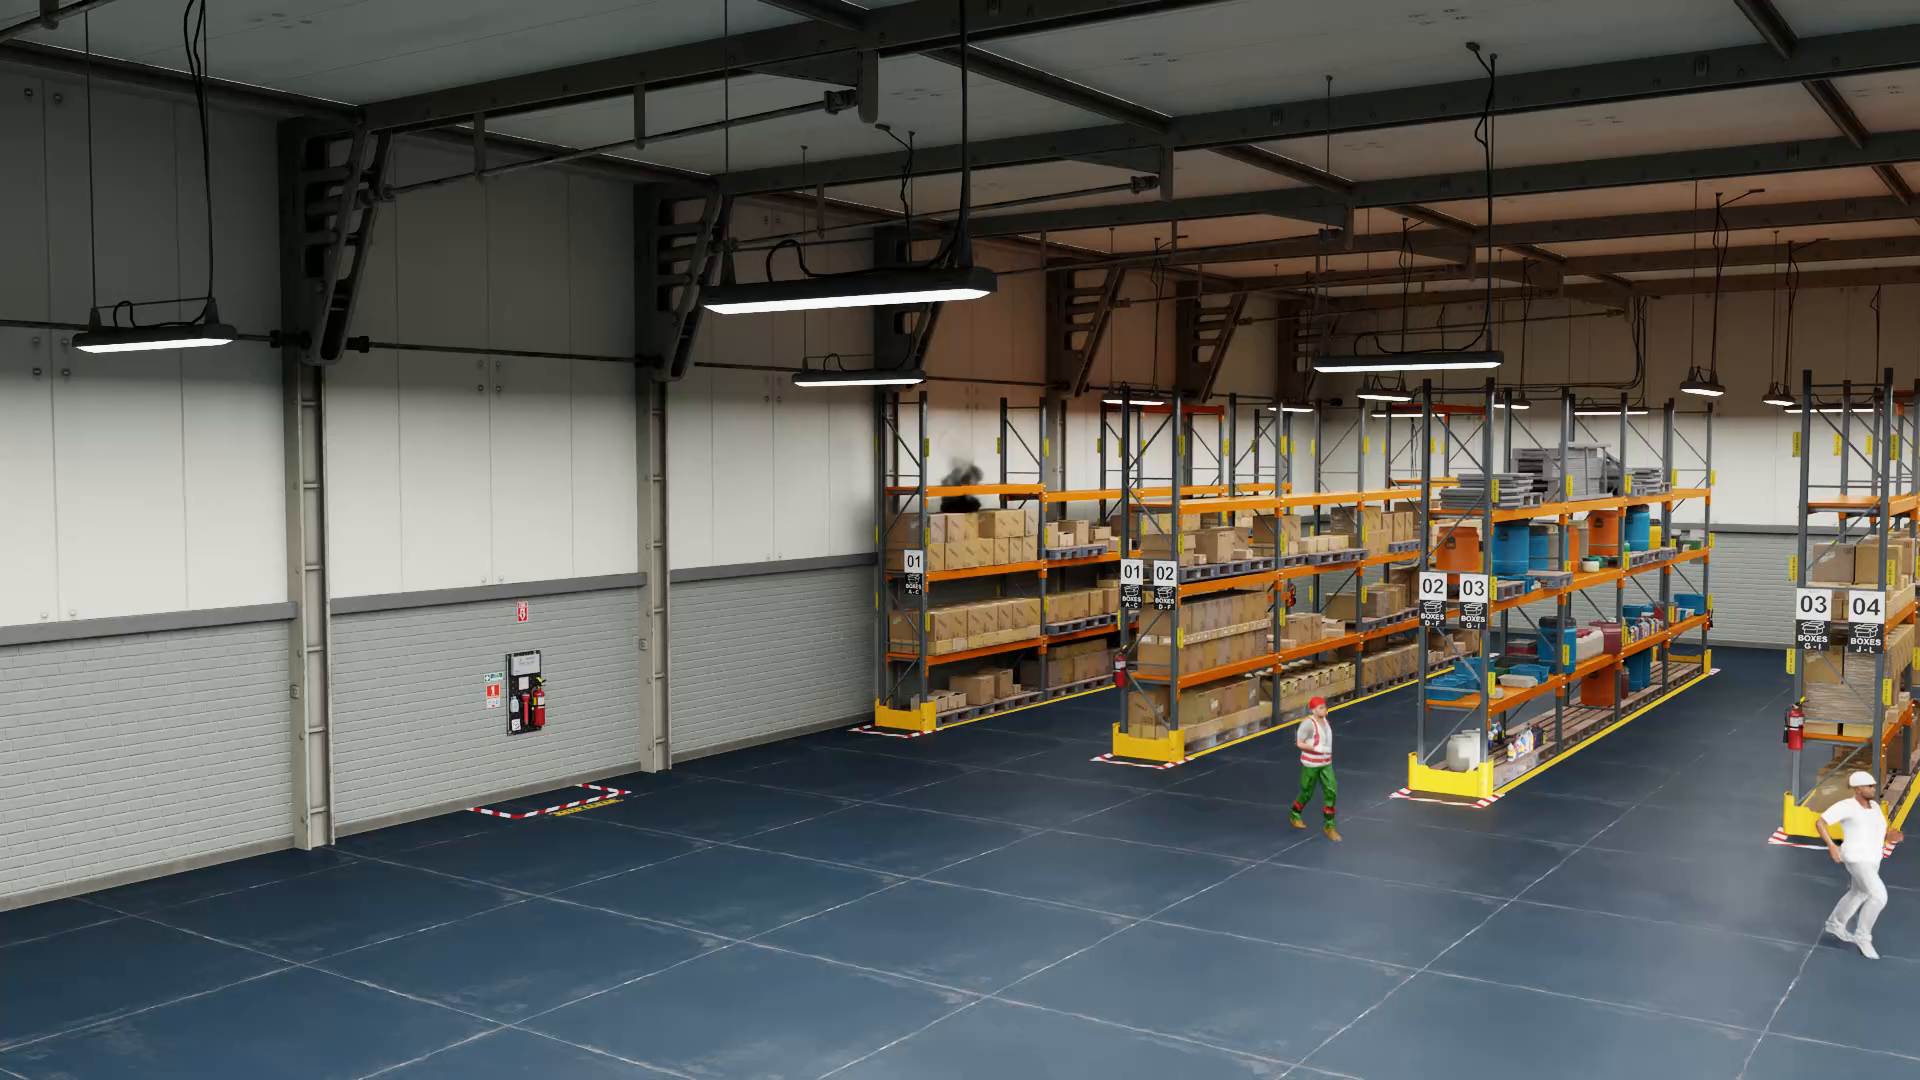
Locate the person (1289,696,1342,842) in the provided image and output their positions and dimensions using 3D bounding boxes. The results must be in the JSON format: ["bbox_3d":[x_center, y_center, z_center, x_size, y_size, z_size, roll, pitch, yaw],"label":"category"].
[{"bbox_3d":[4.553,2.922,21.404,0.639,1.838,0.823,-2,4,-29],"label":"person"}]

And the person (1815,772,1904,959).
[{"bbox_3d":[8.949,3.207,16.496,0.669,1.823,0.751,-2,4,-33],"label":"person"}]
